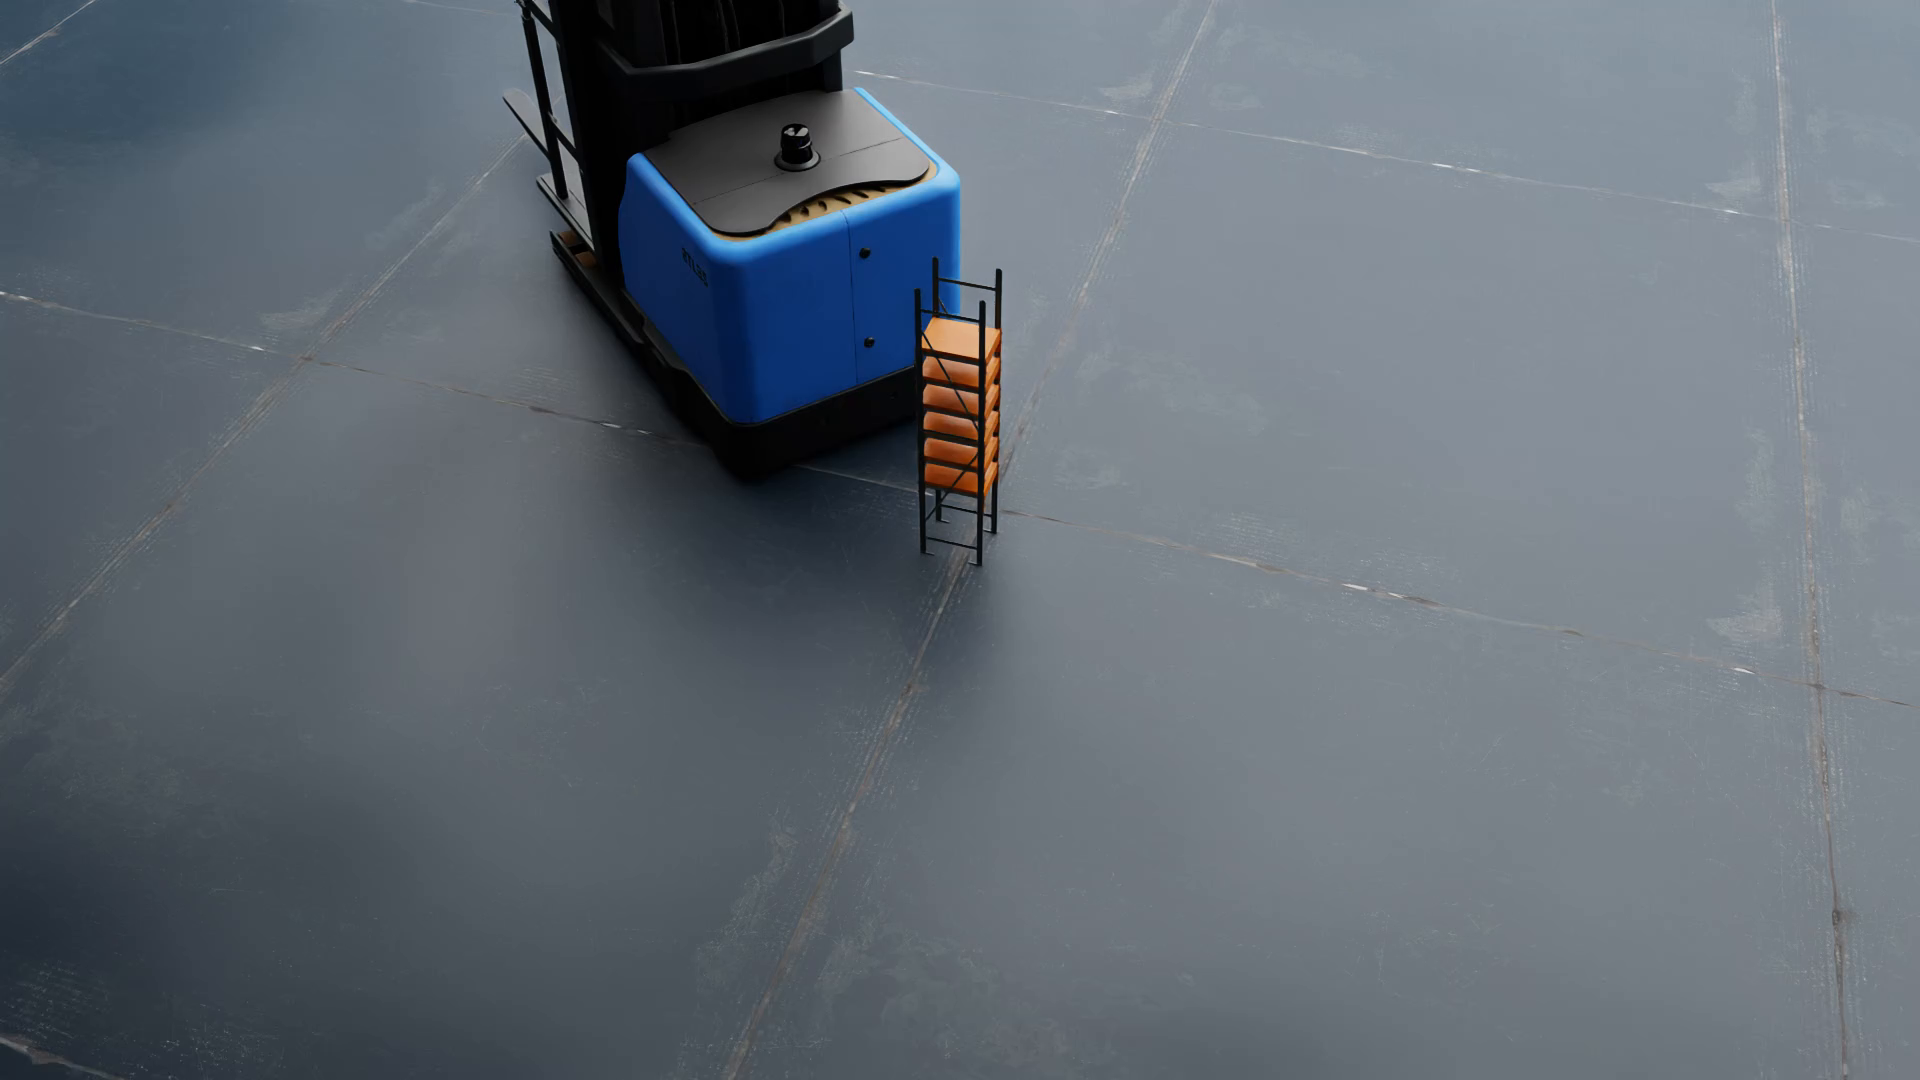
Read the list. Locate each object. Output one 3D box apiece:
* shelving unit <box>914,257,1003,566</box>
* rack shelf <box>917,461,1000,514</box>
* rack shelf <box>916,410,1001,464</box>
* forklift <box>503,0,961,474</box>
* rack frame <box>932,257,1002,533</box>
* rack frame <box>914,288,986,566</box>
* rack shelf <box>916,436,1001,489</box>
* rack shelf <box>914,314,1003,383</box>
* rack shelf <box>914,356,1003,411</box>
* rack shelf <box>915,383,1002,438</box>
[{"bbox_3d":[-0.004,-0.419,5.820,0.258,1.200,0.189,13,46,13],"label":"shelving unit"},{"bbox_3d":[-0.004,-0.216,6.019,0.258,0.103,0.180,13,46,13],"label":"rack shelf"},{"bbox_3d":[-0.004,-0.387,5.852,0.258,0.103,0.180,13,46,13],"label":"rack shelf"},{"bbox_3d":[-1.178,-2.317,6.522,1.130,2.935,3.031,-23,49,-22],"label":"forklift"},{"bbox_3d":[0.023,-0.480,5.883,0.240,1.200,0.006,13,46,13],"label":"rack frame"},{"bbox_3d":[-0.032,-0.358,5.758,0.240,1.200,0.006,13,46,13],"label":"rack frame"},{"bbox_3d":[-0.004,-0.302,5.936,0.258,0.103,0.180,13,46,13],"label":"rack shelf"},{"bbox_3d":[-0.004,-0.645,5.600,0.258,0.103,0.180,13,46,13],"label":"rack shelf"},{"bbox_3d":[-0.004,-0.559,5.684,0.258,0.103,0.180,13,46,13],"label":"rack shelf"},{"bbox_3d":[-0.004,-0.473,5.768,0.258,0.103,0.180,13,46,13],"label":"rack shelf"}]
